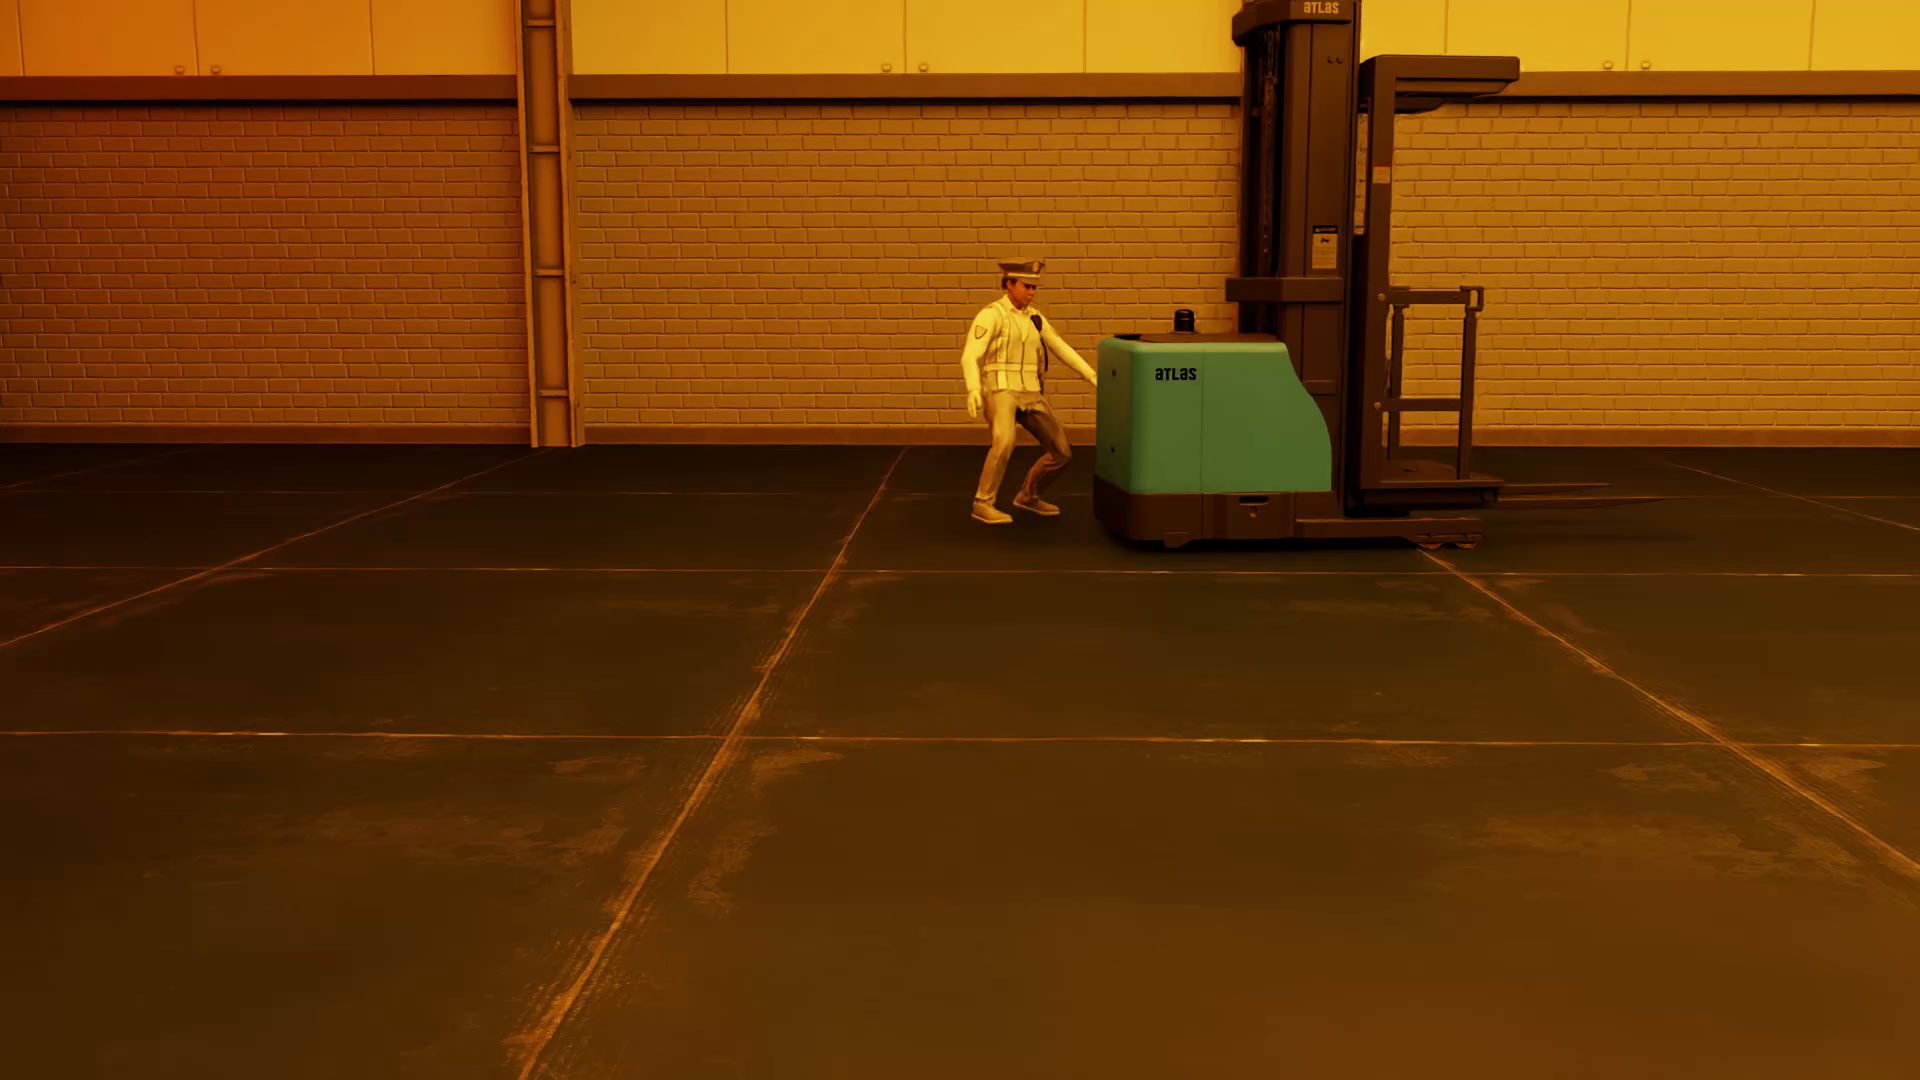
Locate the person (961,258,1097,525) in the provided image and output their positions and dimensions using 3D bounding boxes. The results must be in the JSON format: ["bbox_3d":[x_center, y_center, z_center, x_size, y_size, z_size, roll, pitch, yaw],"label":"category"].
[{"bbox_3d":[0.364,-0.845,9.495,0.881,1.506,0.688,-6,10,-33],"label":"person"}]

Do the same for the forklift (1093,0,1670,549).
[{"bbox_3d":[2.308,-1.479,8.975,3.031,2.935,1.130,-1,9,-7],"label":"forklift"}]
